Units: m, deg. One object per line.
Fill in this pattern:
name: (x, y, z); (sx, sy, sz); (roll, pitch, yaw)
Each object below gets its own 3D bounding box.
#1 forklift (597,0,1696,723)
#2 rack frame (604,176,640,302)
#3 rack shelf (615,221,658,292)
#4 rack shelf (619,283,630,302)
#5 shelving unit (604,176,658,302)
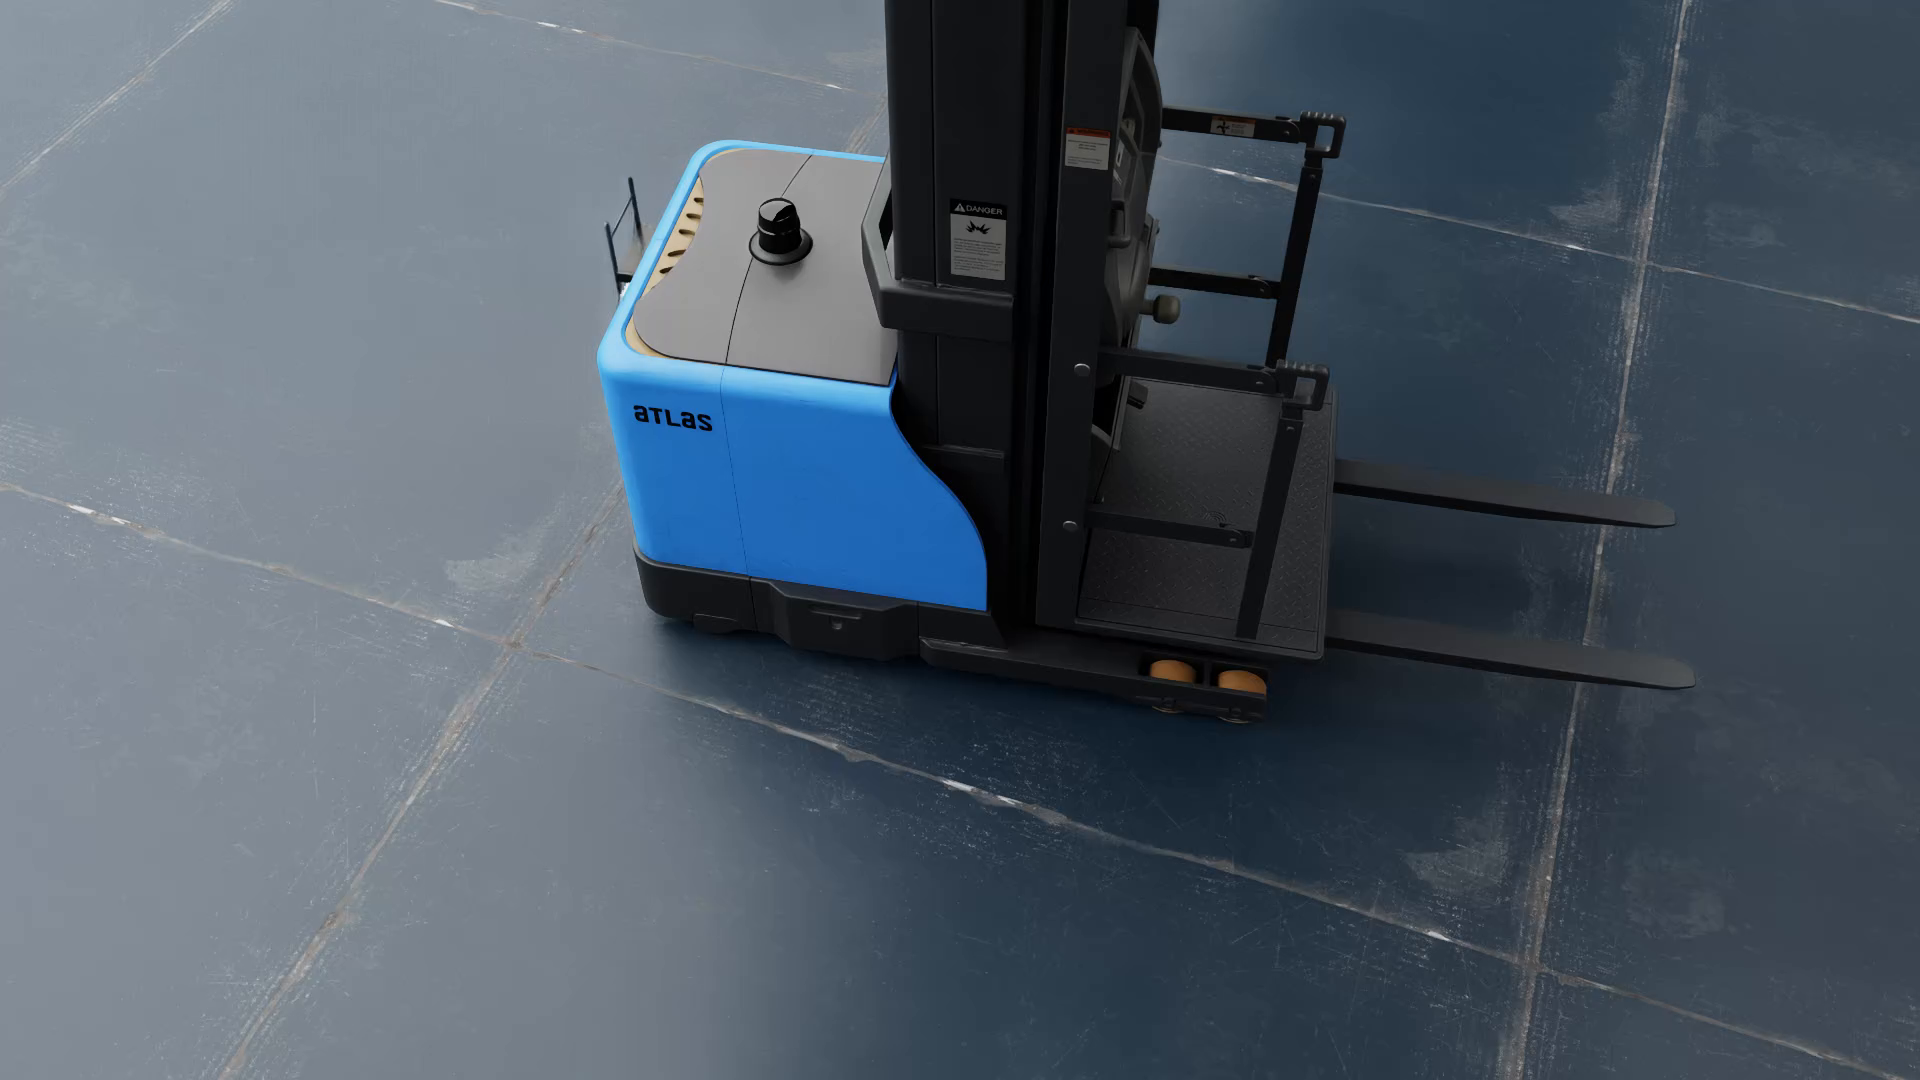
forklift: (0.614, -0.871, 4.066); (3.031, 2.935, 1.130); (8, 50, 7)
rack frame: (-1.015, -0.714, 5.272); (0.006, 0.900, 0.240); (8, 50, 7)
rack shelf: (-0.914, -0.854, 5.081); (0.200, 0.077, 0.258); (8, 50, 7)
rack shelf: (-0.915, -0.796, 5.149); (0.200, 0.077, 0.258); (8, 50, 7)
shelving unit: (-0.916, -0.700, 5.260); (0.210, 0.900, 0.258); (8, 50, 7)
